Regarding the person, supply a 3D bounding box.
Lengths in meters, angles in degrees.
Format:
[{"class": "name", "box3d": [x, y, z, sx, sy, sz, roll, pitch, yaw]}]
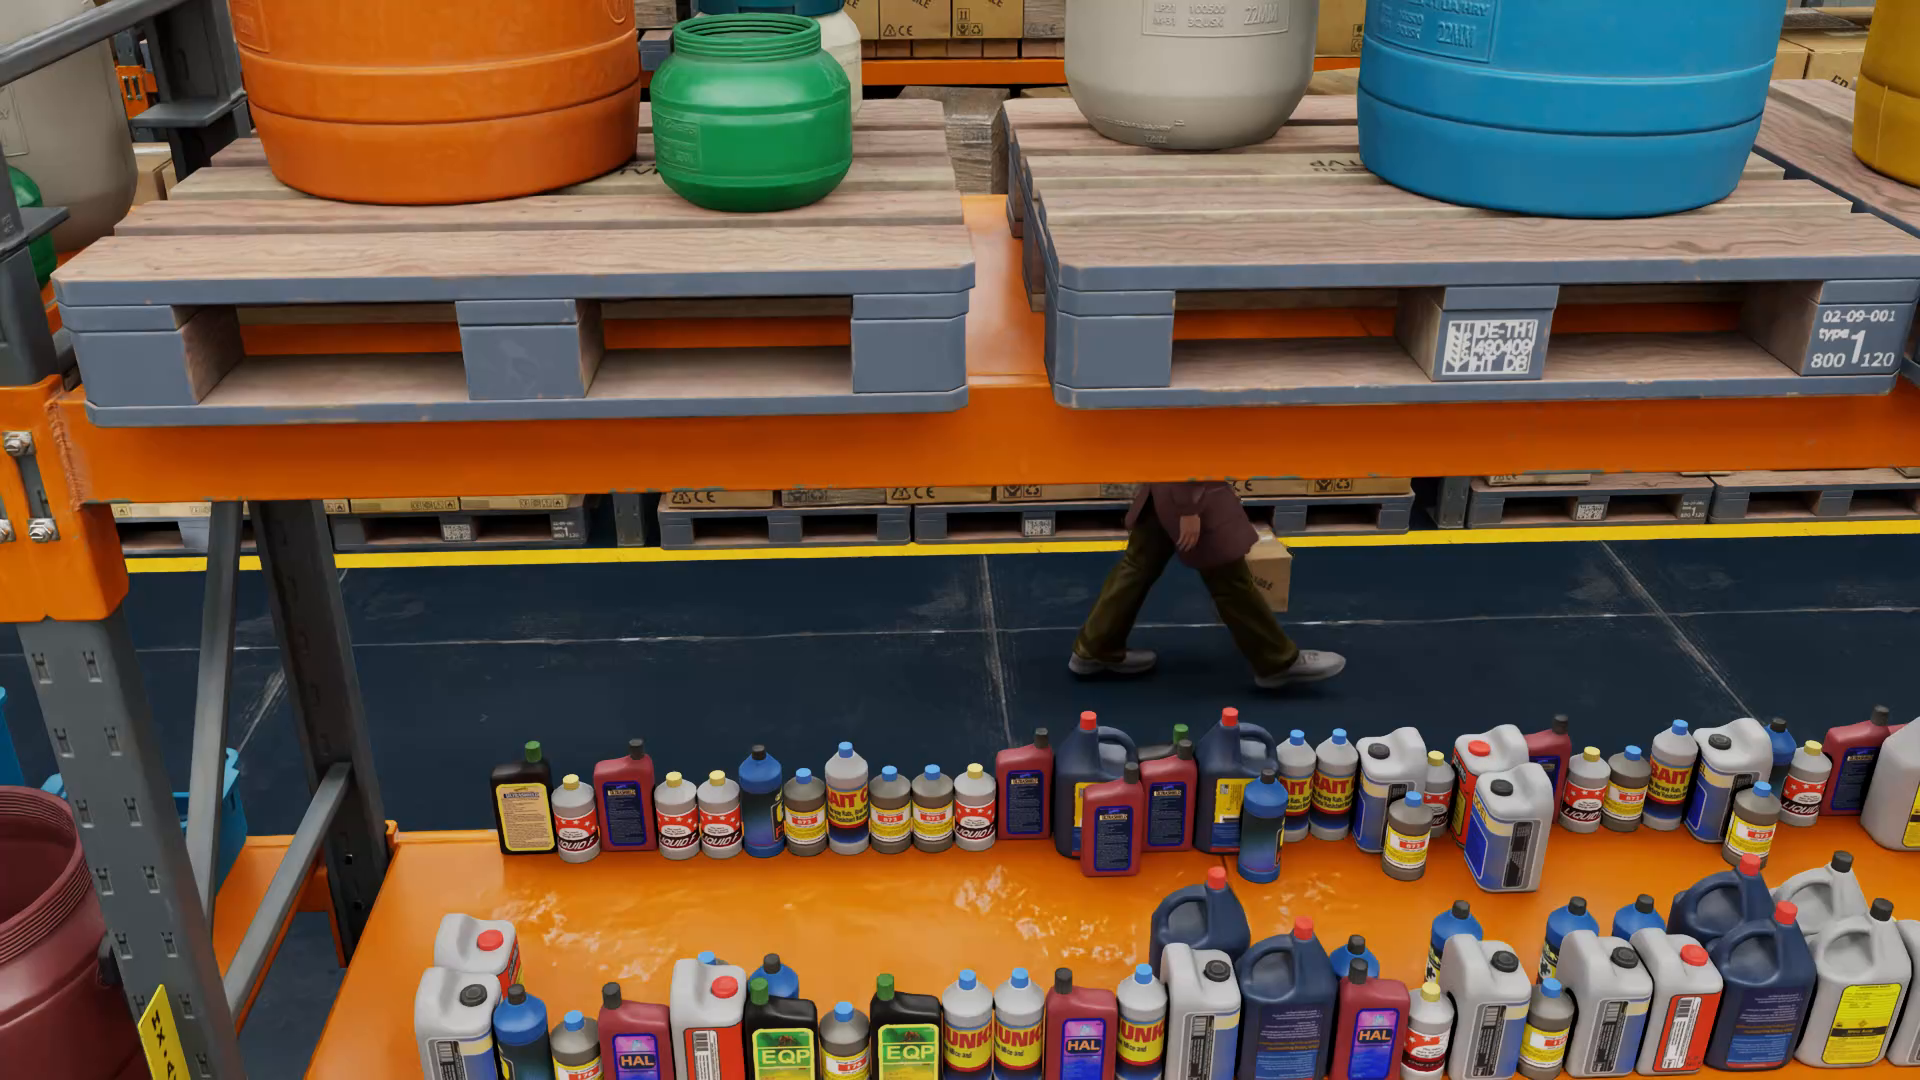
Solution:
[{"class": "person", "box3d": [1.003, -0.214, 6.553, 1.102, 1.723, 0.591, -2, 27, -3]}]
